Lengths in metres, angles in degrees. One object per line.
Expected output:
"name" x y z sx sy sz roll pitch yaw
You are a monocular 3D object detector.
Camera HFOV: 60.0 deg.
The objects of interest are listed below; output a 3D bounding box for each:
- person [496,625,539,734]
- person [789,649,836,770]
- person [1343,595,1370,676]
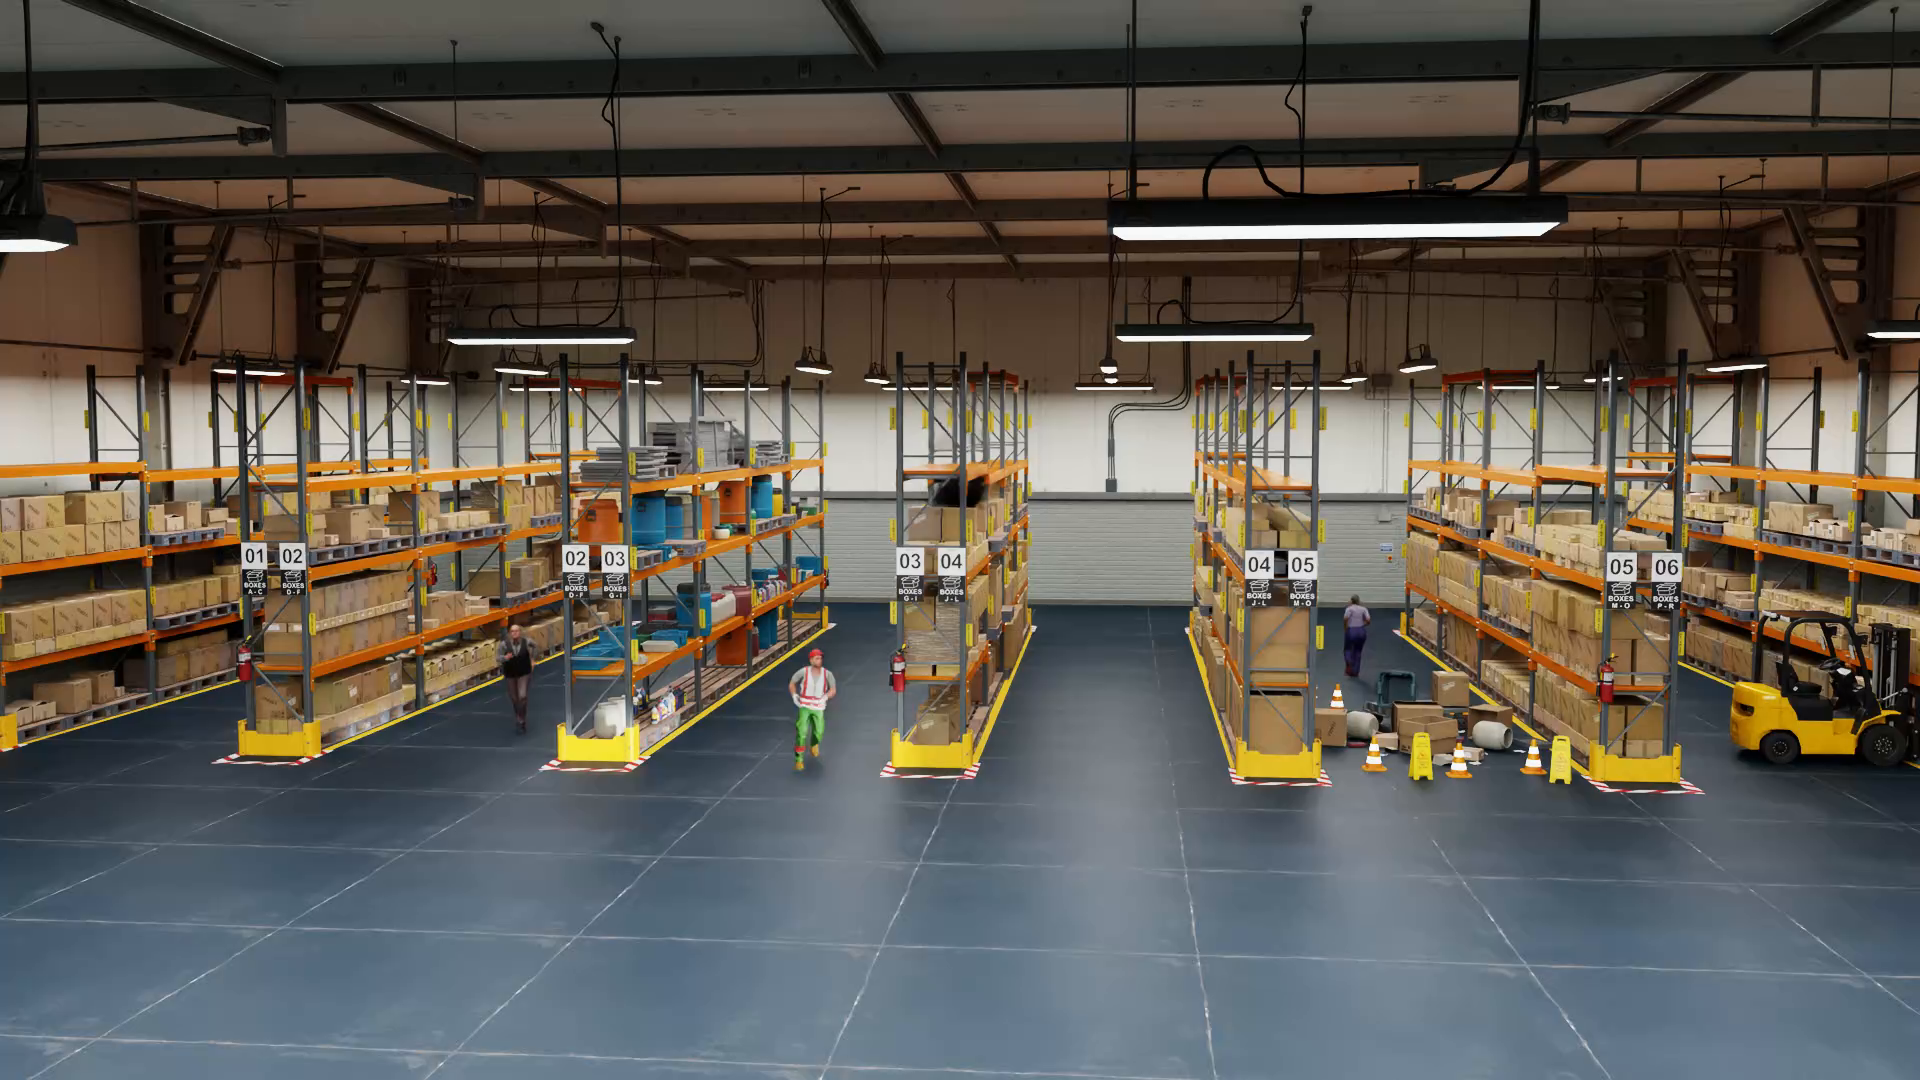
"person" -7.171 2.249 26.954 0.639 1.781 0.859 -1 4 -7
"person" -2.147 2.440 24.235 0.681 1.715 0.682 -1 4 -10
"person" 7.771 1.877 32.761 0.590 1.615 0.563 0 4 -5
